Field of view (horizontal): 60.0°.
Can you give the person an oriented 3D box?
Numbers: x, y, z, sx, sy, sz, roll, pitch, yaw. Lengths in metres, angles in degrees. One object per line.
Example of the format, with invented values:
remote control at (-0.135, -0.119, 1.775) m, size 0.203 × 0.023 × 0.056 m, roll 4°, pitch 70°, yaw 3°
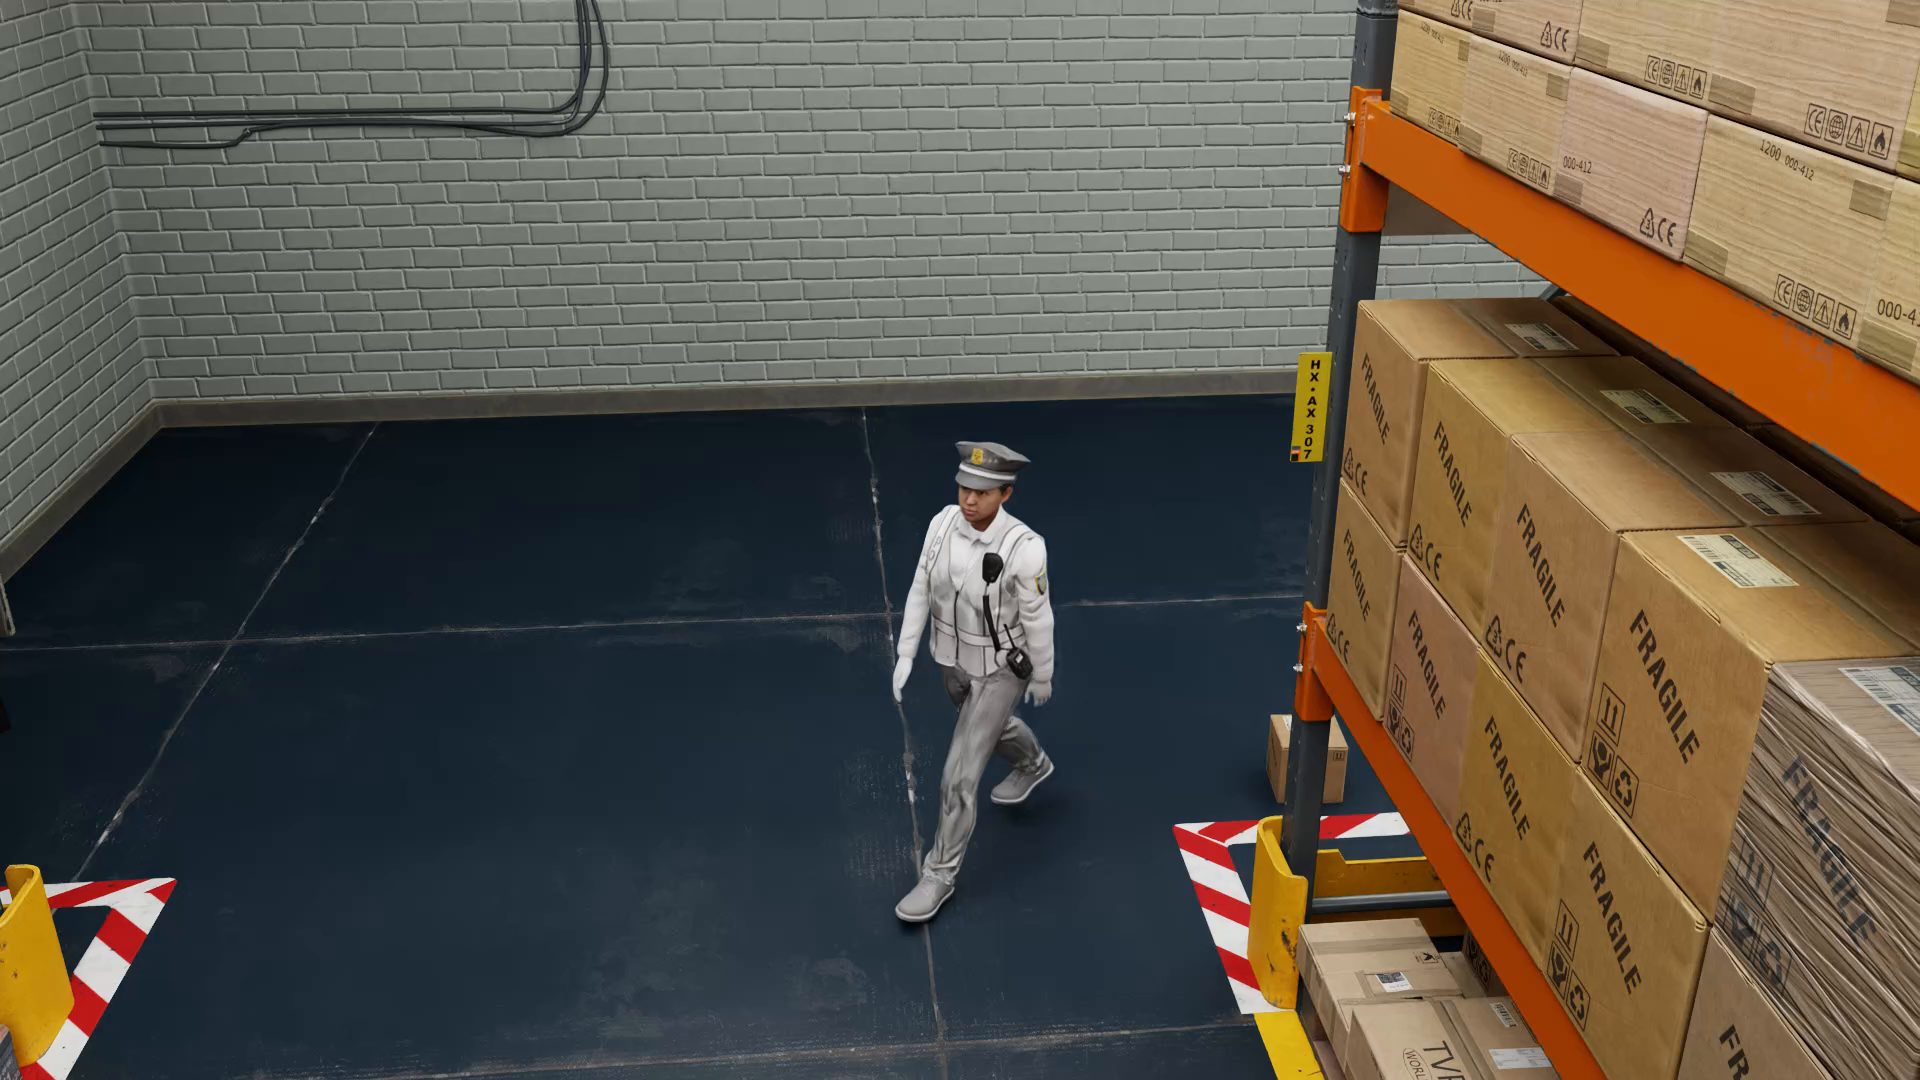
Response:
person at (0.082, 0.396, 5.674) m, size 0.498 × 1.642 × 0.989 m, roll 20°, pitch 30°, yaw 37°
